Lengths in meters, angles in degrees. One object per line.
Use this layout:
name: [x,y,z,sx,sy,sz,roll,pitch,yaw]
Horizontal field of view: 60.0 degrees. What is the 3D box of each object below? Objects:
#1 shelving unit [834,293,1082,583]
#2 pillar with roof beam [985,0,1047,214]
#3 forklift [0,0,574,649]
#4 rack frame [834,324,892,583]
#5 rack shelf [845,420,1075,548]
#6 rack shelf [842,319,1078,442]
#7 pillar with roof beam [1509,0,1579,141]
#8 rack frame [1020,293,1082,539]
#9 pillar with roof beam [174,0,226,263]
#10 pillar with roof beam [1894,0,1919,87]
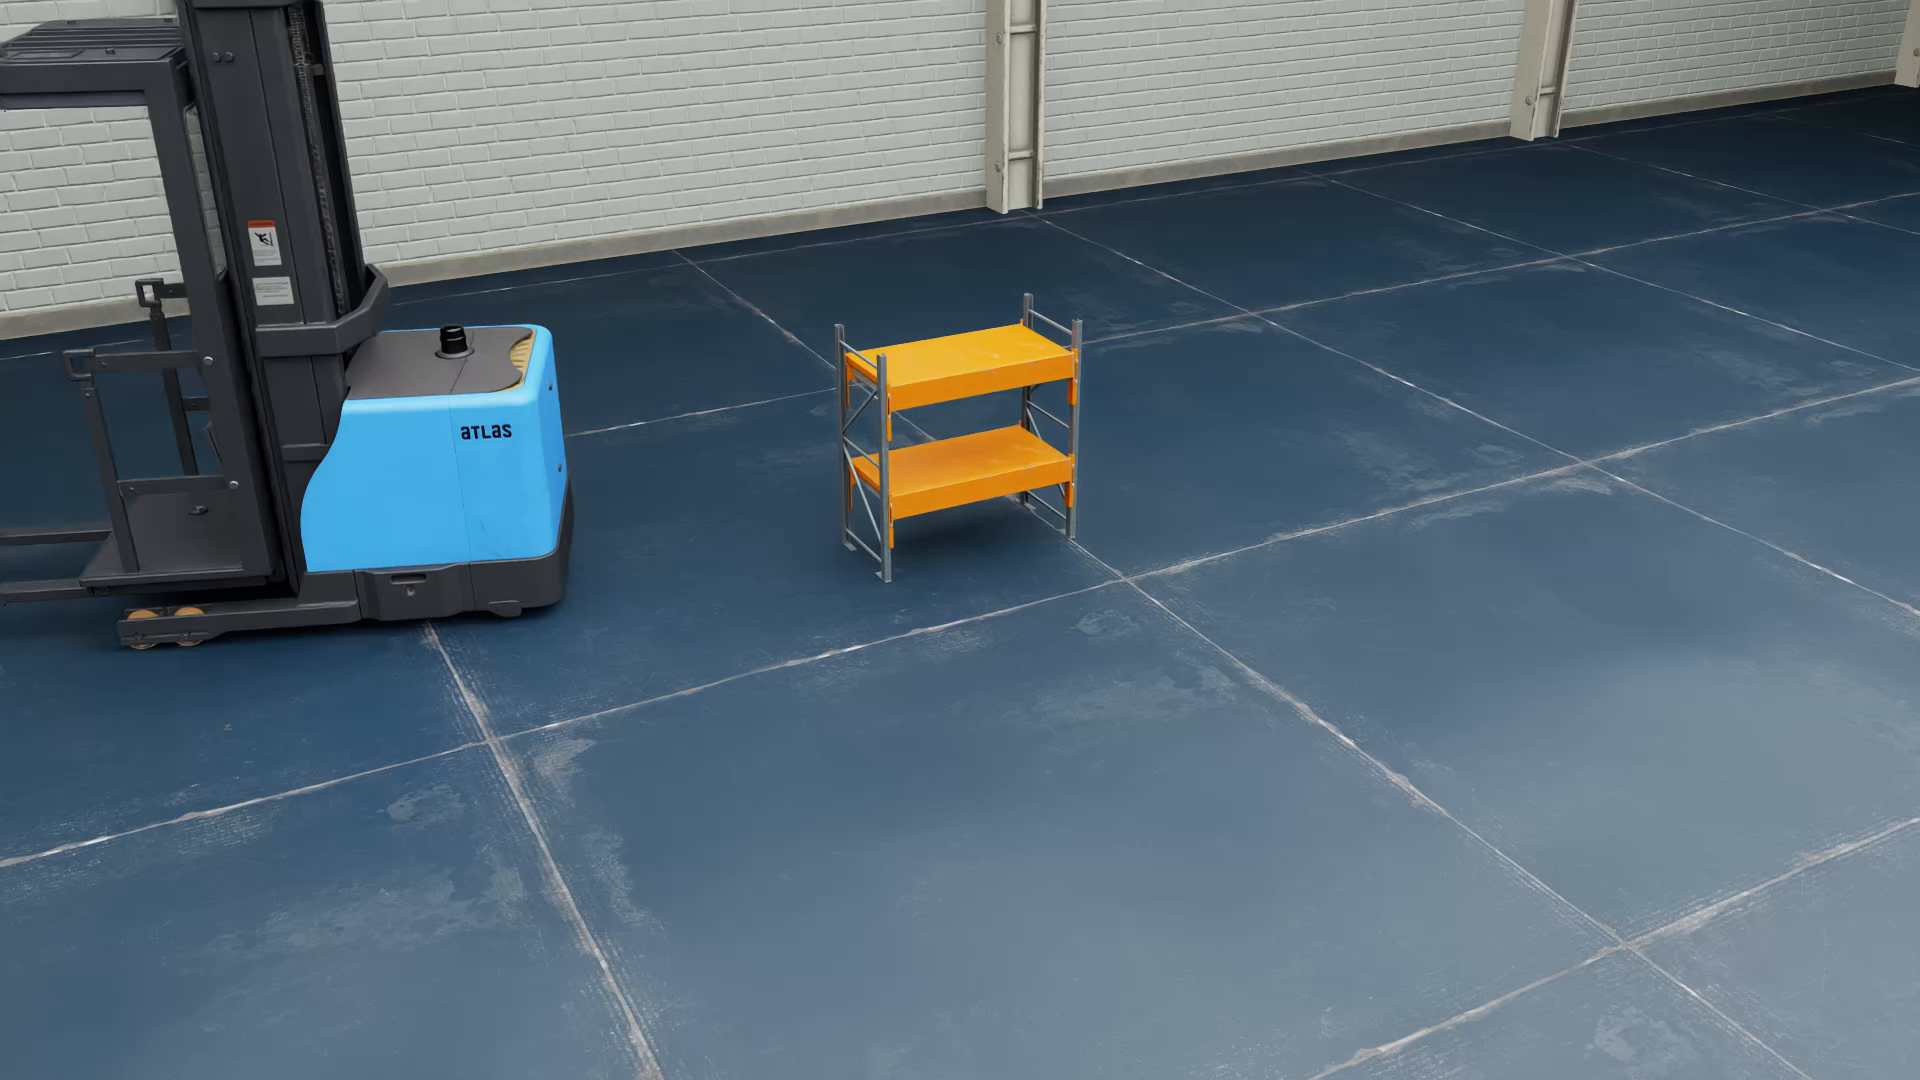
shelving unit: [-0.006,-0.506,8.004,1.048,1.125,0.538,-13,29,-25]
pillar with roof beam: [2.483,-5.249,8.785,0.400,9.000,9.100,-13,29,-25]
forklift: [-3.363,-1.090,7.134,3.031,2.935,1.130,-4,26,-8]
rack frame: [-0.455,-0.402,7.788,0.032,1.125,0.500,-13,29,-25]
rack shelf: [-0.006,-0.285,8.109,1.000,0.278,0.538,-13,29,-25]
rack shelf: [-0.006,-0.770,7.877,1.000,0.278,0.538,-13,29,-25]
pillar with roof beam: [7.777,-6.471,11.330,0.400,9.000,9.100,-13,29,-25]
rack frame: [0.443,-0.609,8.219,0.032,1.125,0.500,-13,29,-25]
pillar with roof beam: [-2.811,-4.027,6.240,0.400,9.000,9.100,-13,29,-25]
pillar with roof beam: [13.071,-7.693,13.875,0.400,9.000,9.100,-13,29,-25]
